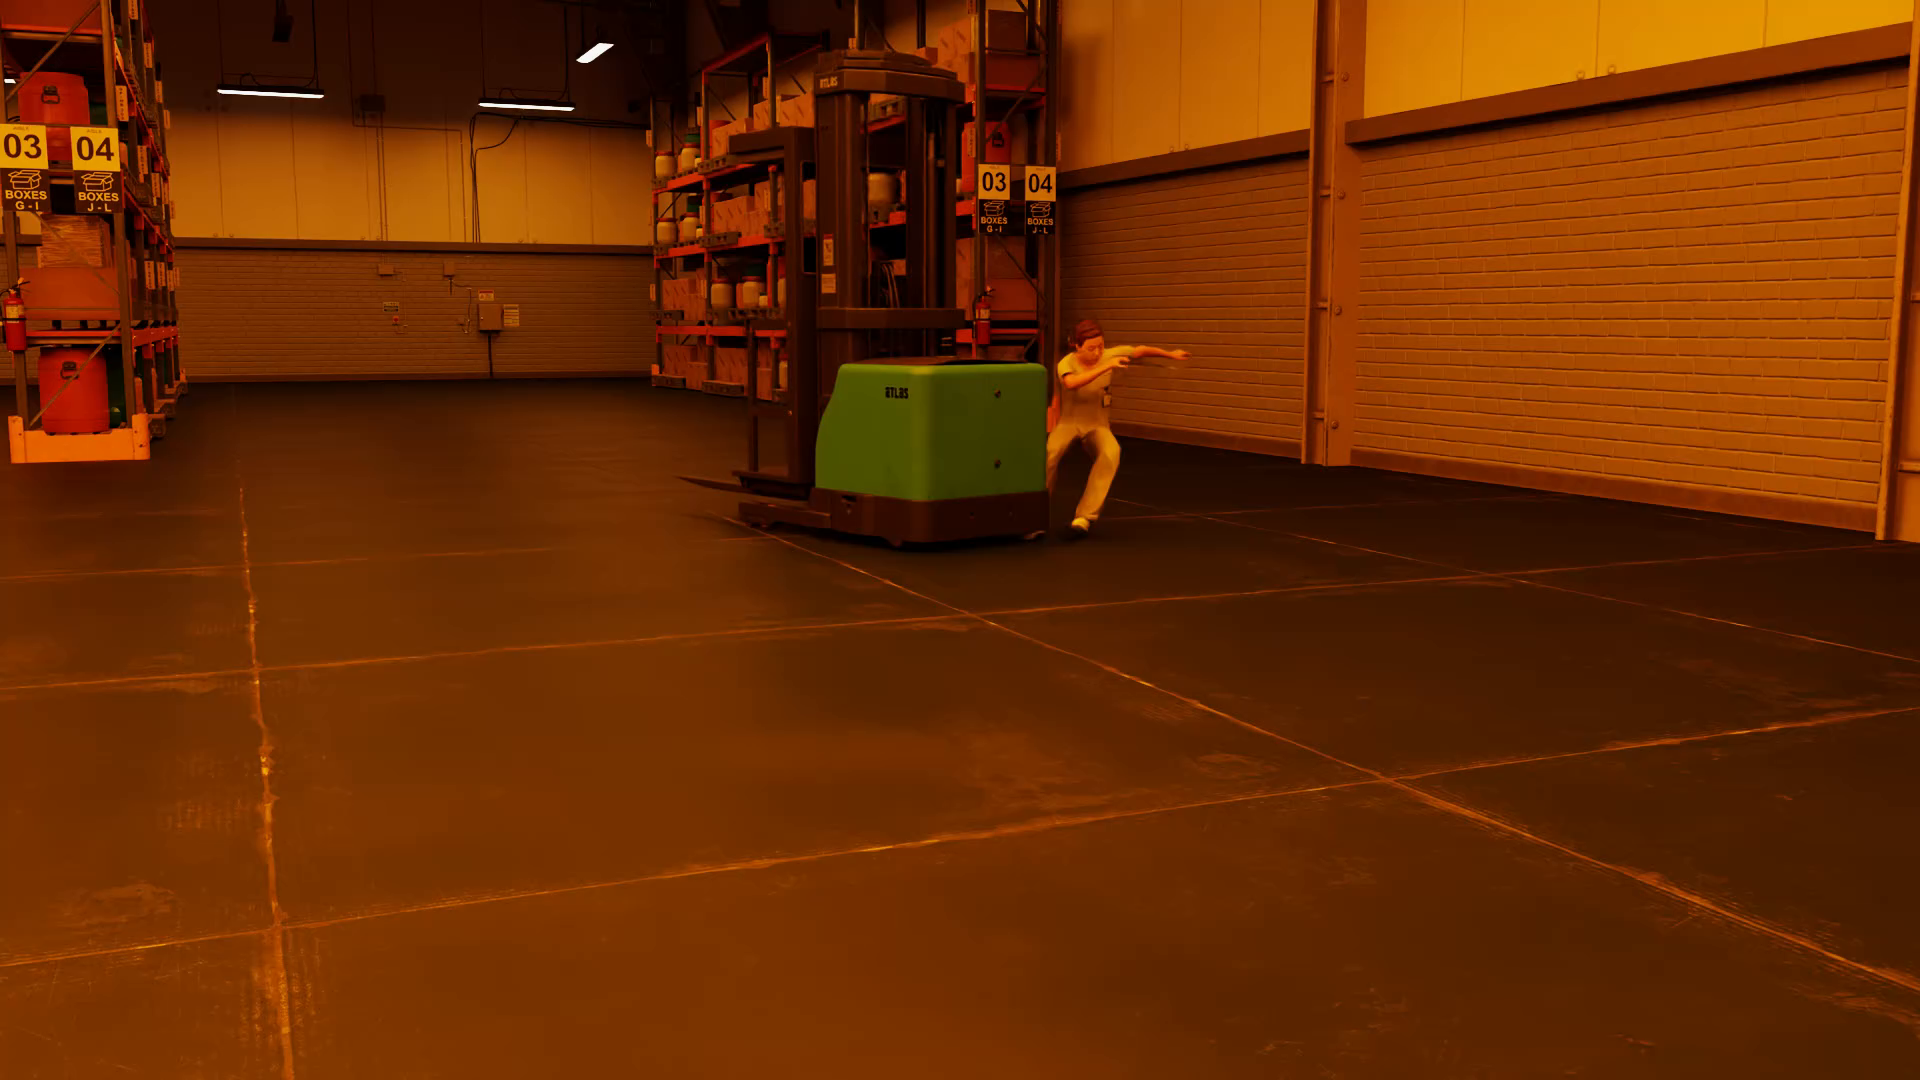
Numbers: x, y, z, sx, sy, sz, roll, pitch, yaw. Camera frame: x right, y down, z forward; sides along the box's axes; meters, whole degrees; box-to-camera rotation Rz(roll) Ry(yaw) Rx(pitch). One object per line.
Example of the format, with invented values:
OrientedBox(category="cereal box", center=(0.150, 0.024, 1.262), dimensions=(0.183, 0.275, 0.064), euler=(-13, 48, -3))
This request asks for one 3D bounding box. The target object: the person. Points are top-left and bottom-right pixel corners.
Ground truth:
OrientedBox(category="person", center=(0.936, -0.702, 10.456), dimensions=(1.288, 1.360, 0.675), euler=(-2, 8, -13))

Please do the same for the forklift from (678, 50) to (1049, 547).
OrientedBox(category="forklift", center=(-0.786, -1.556, 10.744), dimensions=(1.130, 2.935, 3.031), euler=(-6, 10, -39))
